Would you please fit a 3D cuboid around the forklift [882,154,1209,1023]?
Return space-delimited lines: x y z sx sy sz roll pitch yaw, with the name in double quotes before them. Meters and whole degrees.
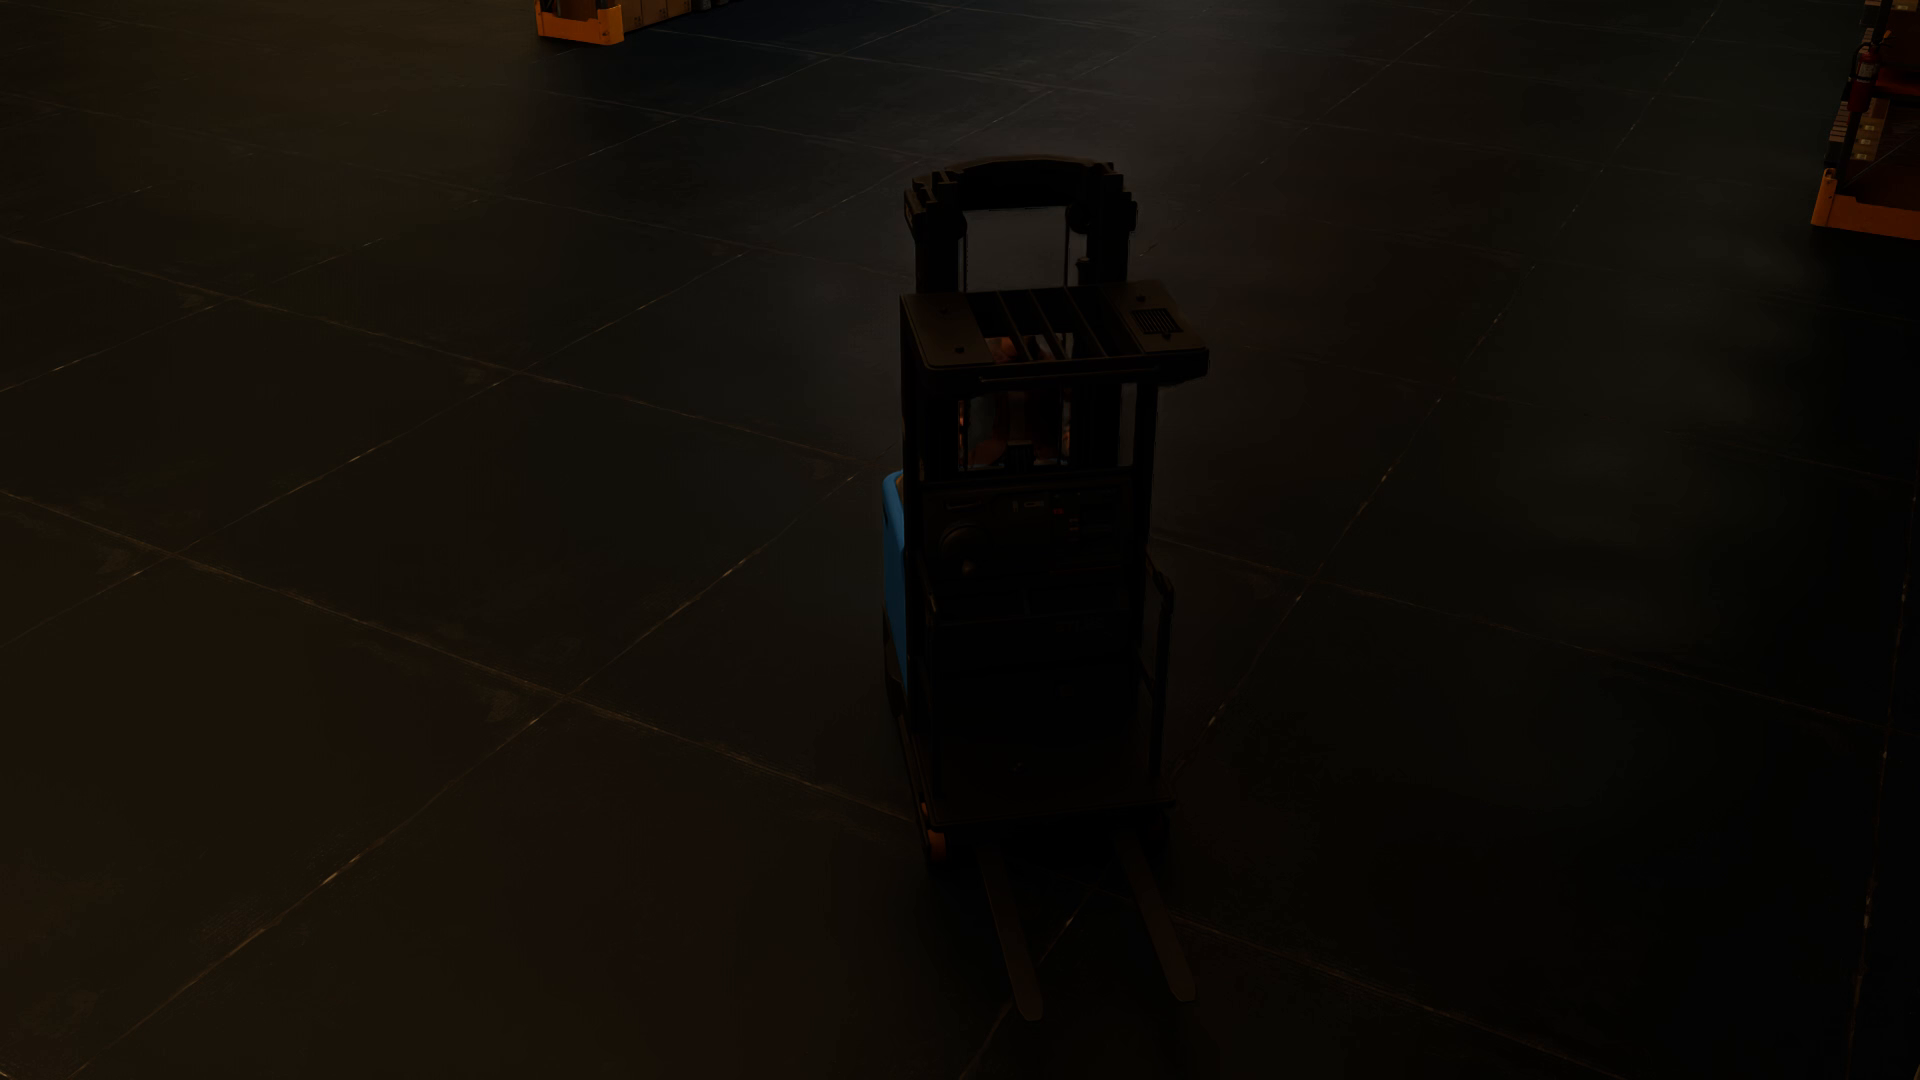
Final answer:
"forklift" 0.339 -0.006 7.080 1.130 2.935 3.031 -5 30 -8

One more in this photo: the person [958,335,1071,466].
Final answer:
"person" 0.333 -0.444 9.229 1.343 1.540 0.767 14 33 23
